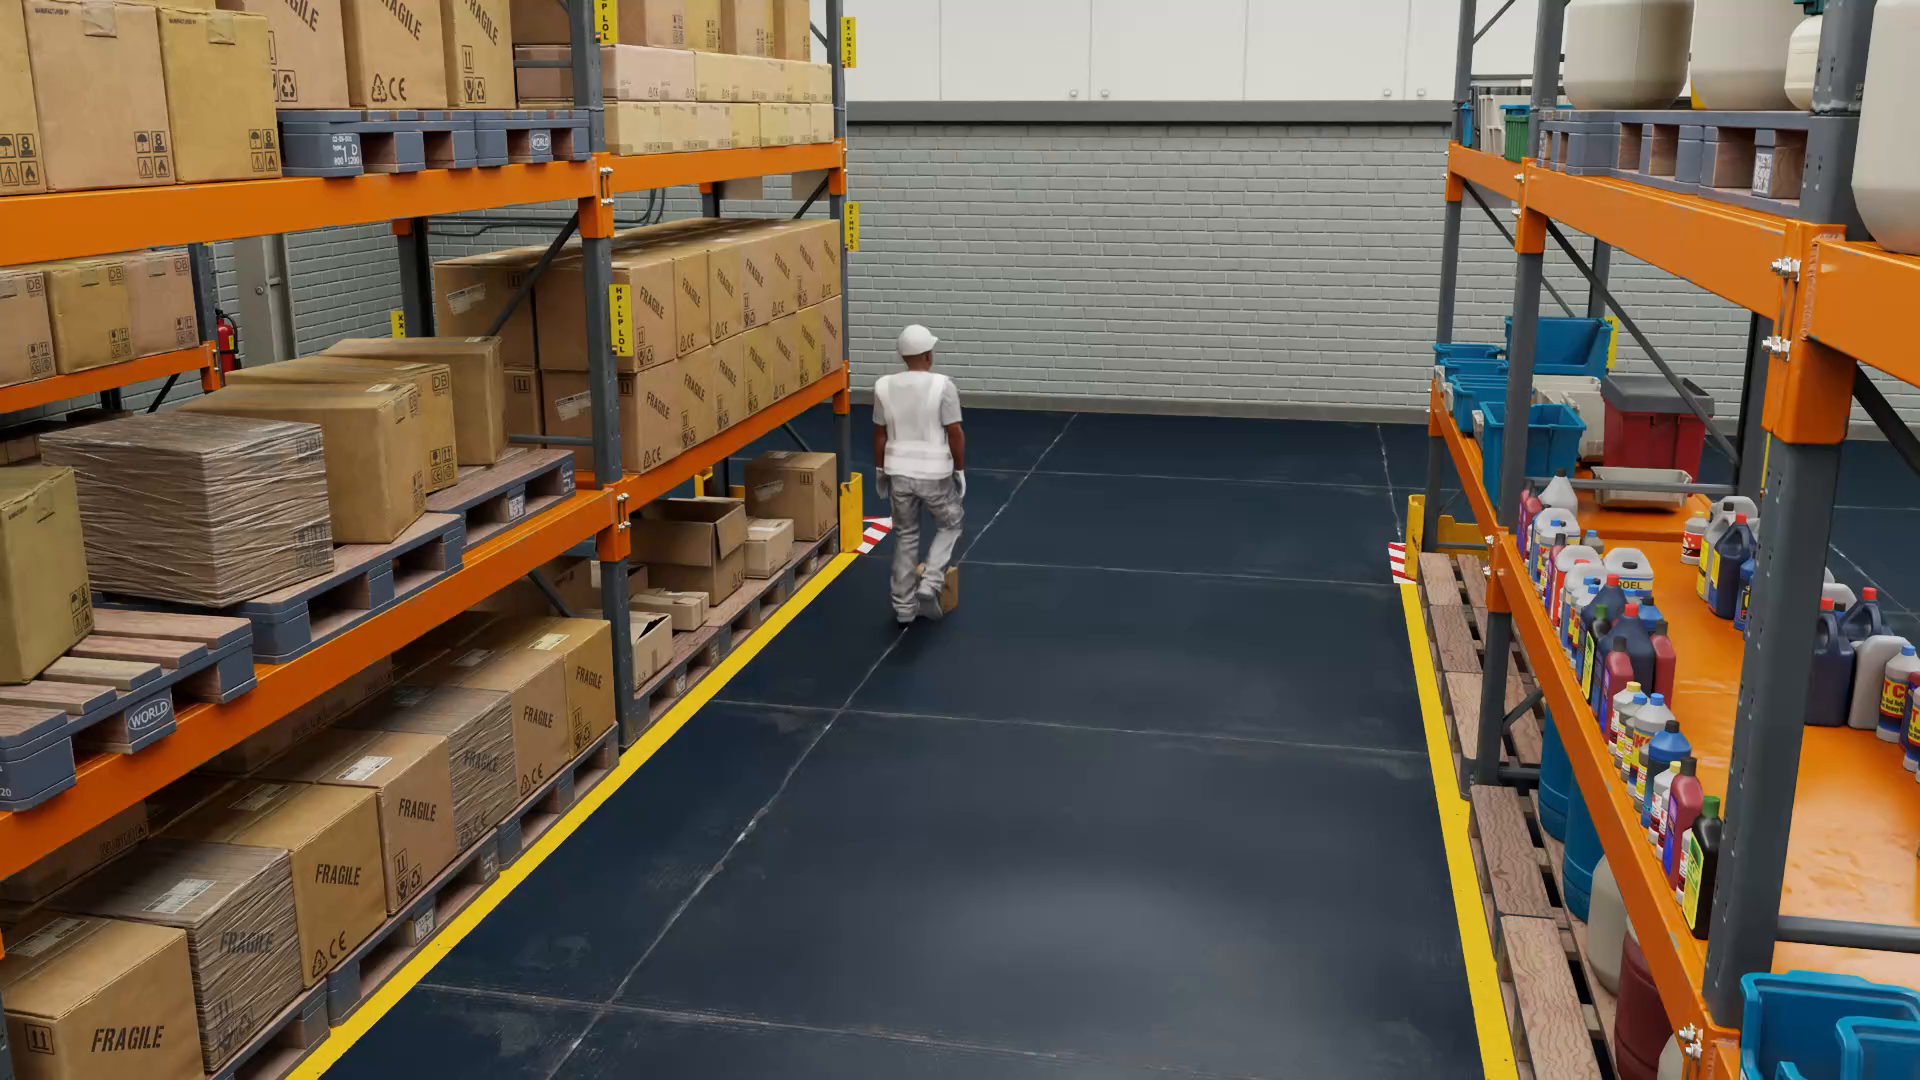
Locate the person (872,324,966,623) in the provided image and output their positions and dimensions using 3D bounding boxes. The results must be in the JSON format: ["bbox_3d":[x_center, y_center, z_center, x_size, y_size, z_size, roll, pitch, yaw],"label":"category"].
[{"bbox_3d":[-0.250,-0.382,9.847,0.599,1.769,0.503,5,15,18],"label":"person"}]
